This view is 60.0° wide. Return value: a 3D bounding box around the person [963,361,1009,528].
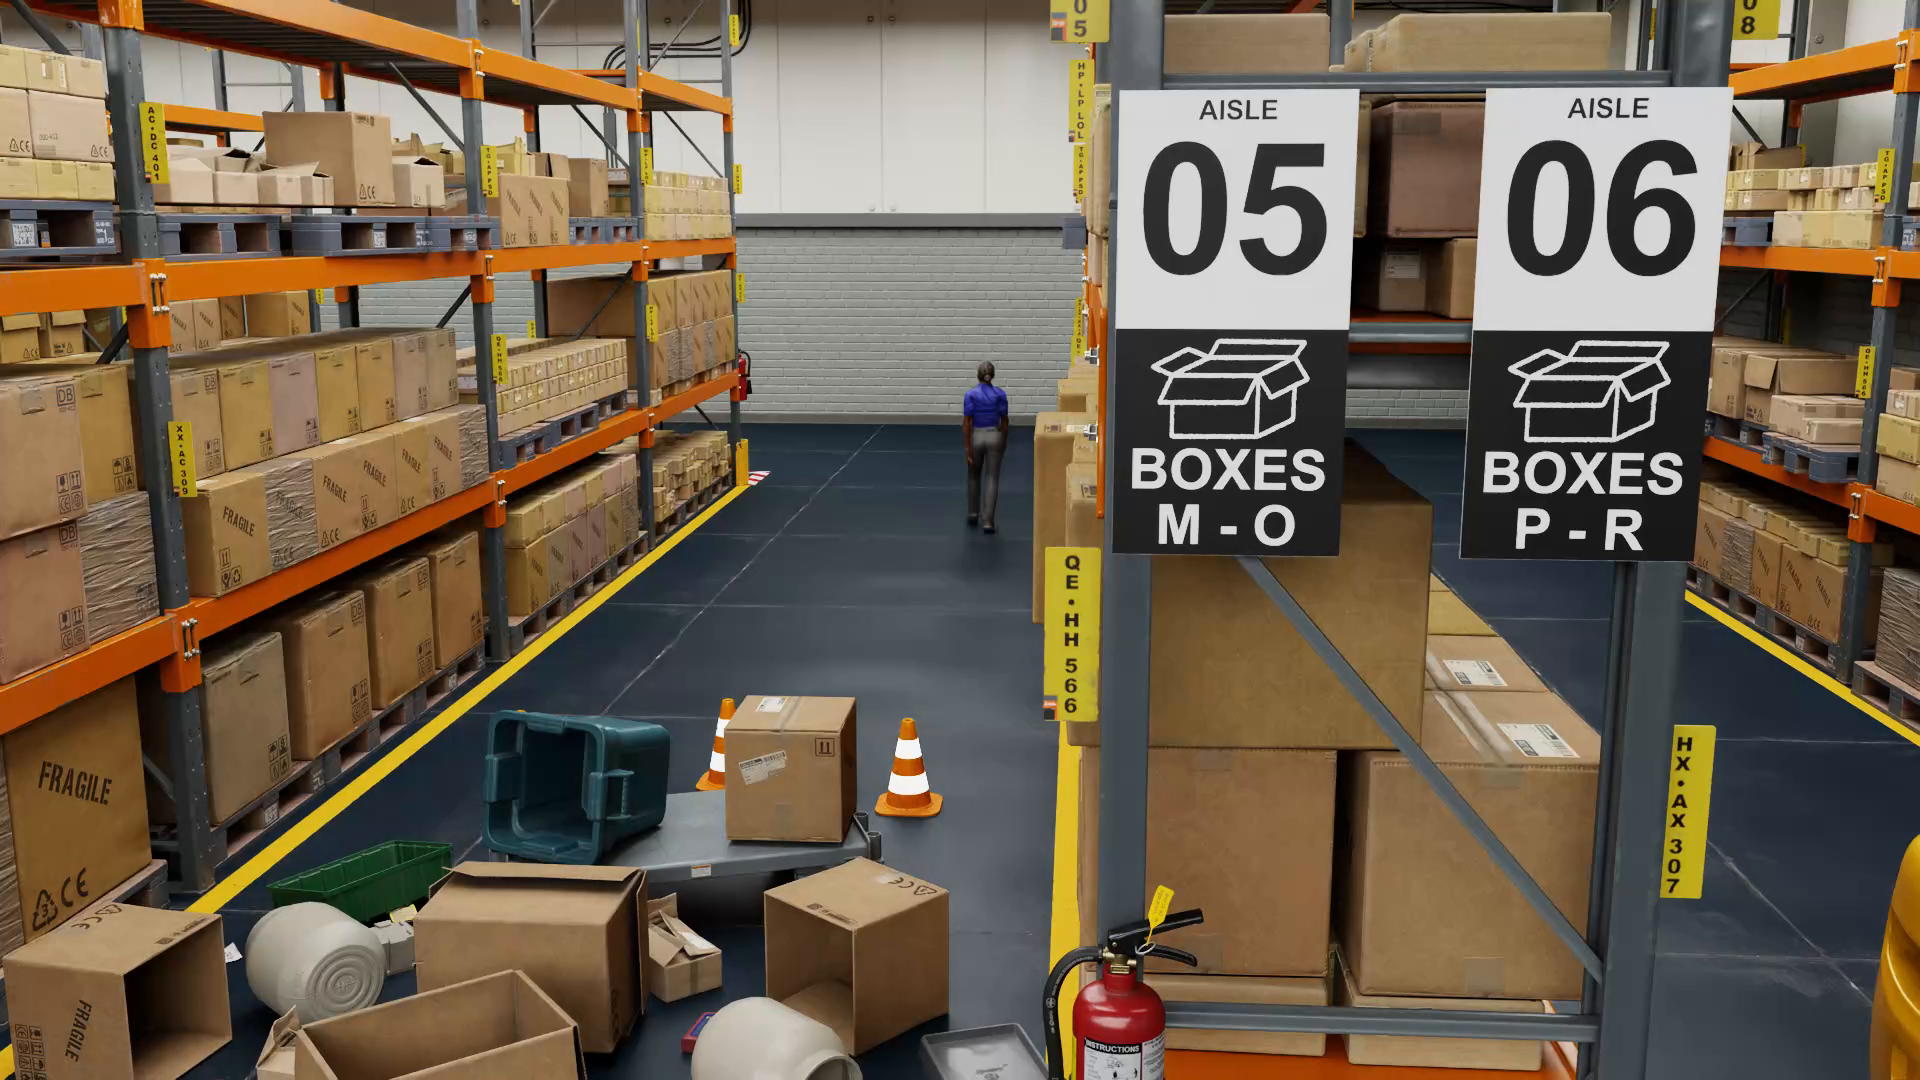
[{"bbox_3d":[0.260,-0.955,16.380,0.443,1.630,0.865,1,11,4],"label":"person"}]
